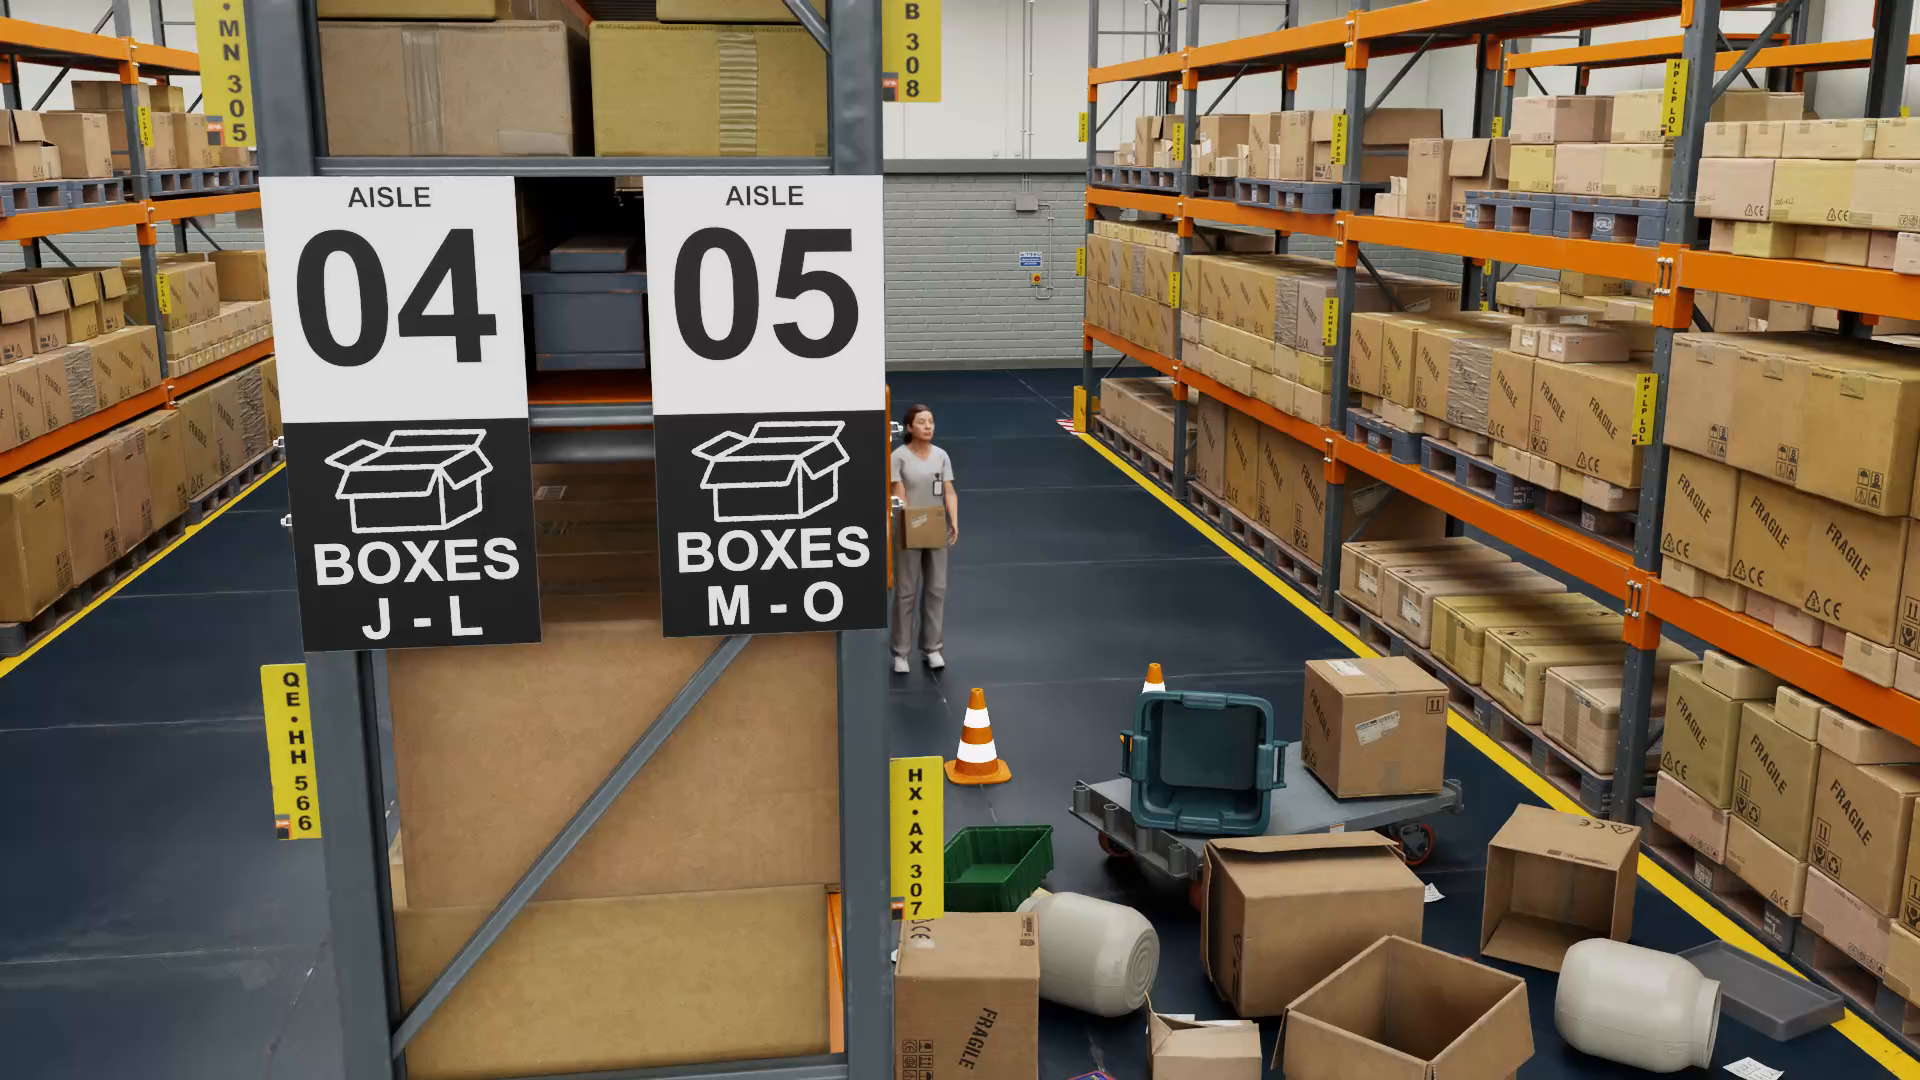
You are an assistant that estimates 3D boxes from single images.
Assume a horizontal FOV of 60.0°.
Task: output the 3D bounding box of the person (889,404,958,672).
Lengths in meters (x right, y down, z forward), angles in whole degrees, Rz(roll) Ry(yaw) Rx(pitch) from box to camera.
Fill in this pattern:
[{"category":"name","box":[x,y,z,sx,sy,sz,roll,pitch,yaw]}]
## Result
[{"category":"person","box":[-0.236,-0.016,10.554,0.479,1.676,0.534,-6,14,-22]}]
